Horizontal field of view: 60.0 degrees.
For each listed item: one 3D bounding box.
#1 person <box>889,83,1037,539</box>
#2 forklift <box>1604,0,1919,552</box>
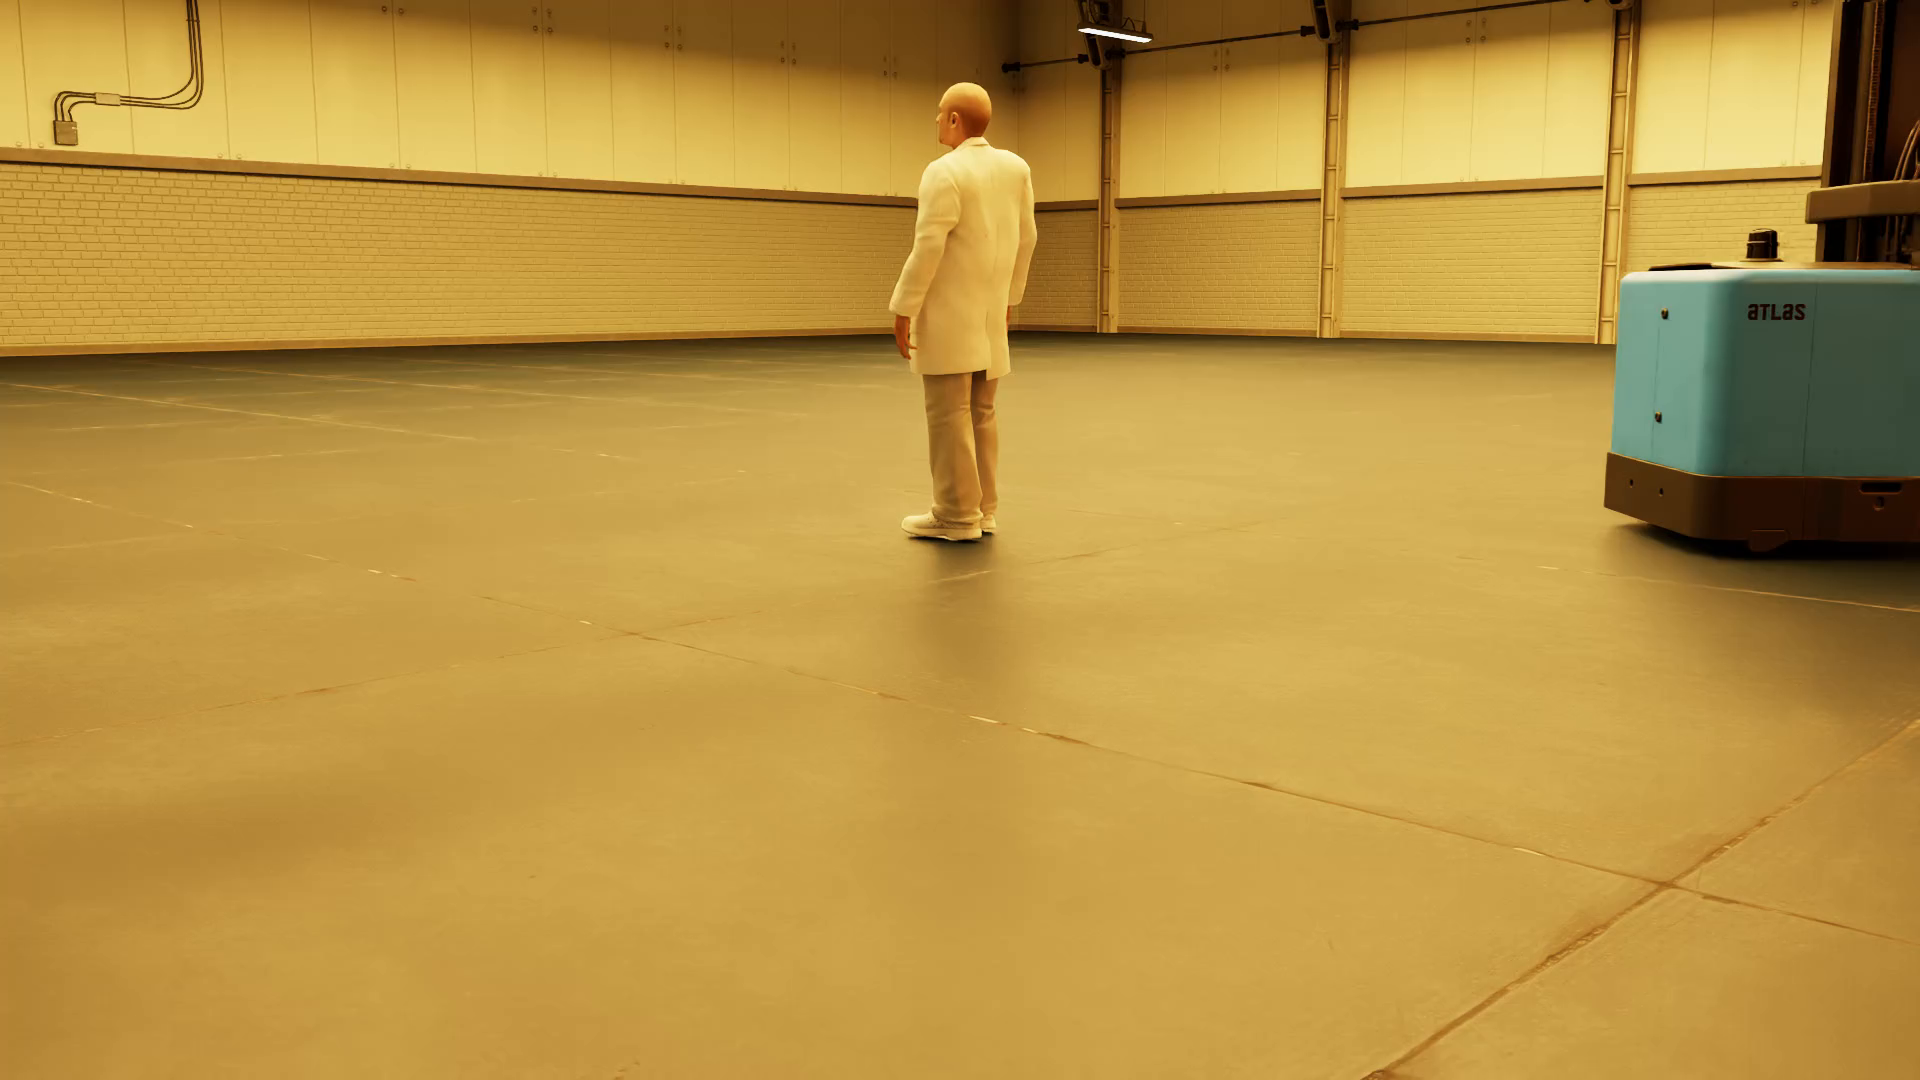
[{"bbox_3d":[-0.061,-0.895,6.650,0.581,1.775,0.694,8,12,43],"label":"person"},{"bbox_3d":[4.286,-1.452,6.514,3.031,2.935,1.130,0,9,0],"label":"forklift"}]
